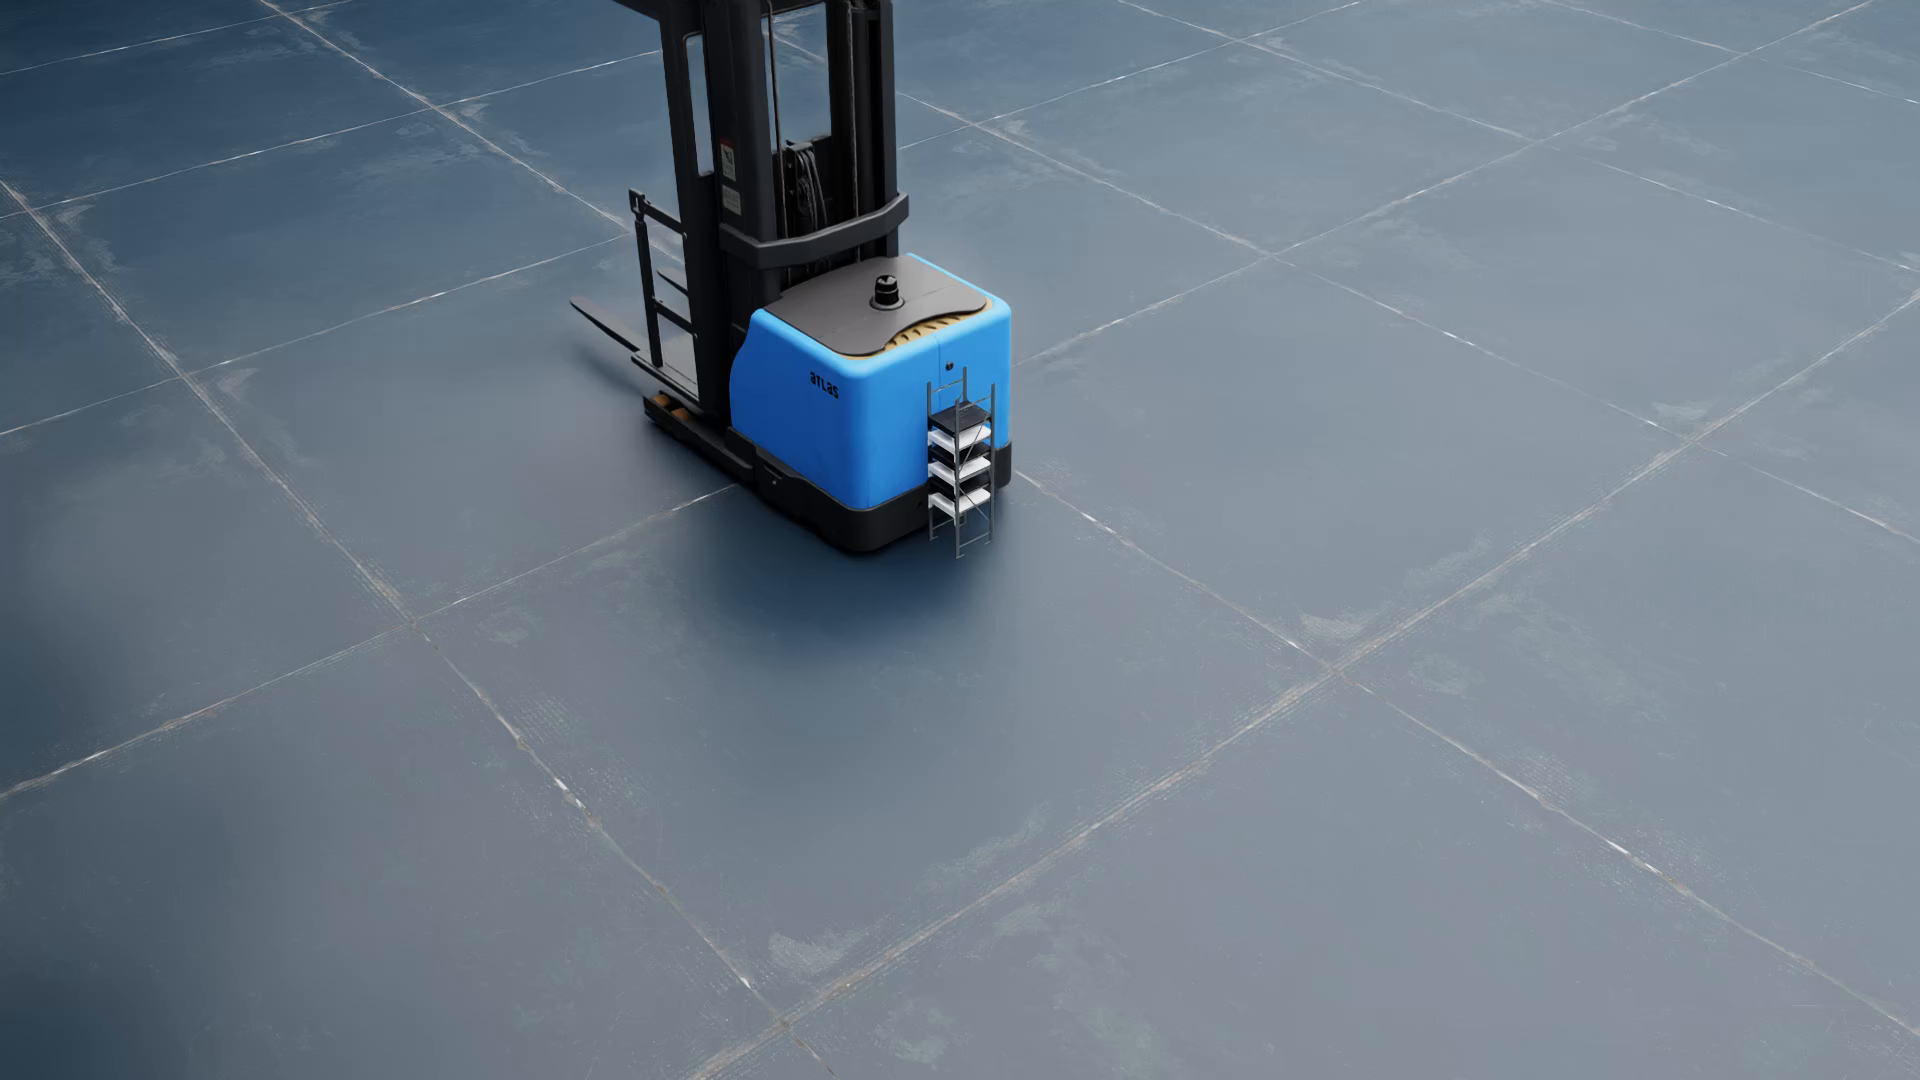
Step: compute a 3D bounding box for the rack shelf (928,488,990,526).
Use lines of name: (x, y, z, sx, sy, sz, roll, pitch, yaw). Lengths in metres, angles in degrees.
rack shelf: (0.005, -0.190, 8.108, 0.258, 0.077, 0.200, -26, 43, -32)

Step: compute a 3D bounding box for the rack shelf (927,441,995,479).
rack shelf: (0.005, -0.410, 7.952, 0.258, 0.077, 0.200, -26, 43, -32)

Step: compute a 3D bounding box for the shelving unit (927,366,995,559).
shelving unit: (0.005, -0.364, 7.985, 0.258, 0.900, 0.210, -26, 43, -32)

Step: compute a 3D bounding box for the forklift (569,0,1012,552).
forklift: (-1.081, -1.914, 8.417, 1.130, 2.935, 3.031, -27, 43, -32)

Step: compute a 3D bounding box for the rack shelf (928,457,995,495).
rack shelf: (0.005, -0.336, 8.004, 0.258, 0.077, 0.200, -26, 43, -32)

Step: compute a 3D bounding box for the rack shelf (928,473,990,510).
rack shelf: (0.005, -0.263, 8.056, 0.258, 0.077, 0.200, -26, 43, -32)

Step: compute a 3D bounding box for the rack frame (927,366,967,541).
rack frame: (-0.060, -0.409, 8.048, 0.240, 0.900, 0.006, -26, 43, -32)

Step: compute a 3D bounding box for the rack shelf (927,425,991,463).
rack shelf: (0.005, -0.483, 7.900, 0.258, 0.077, 0.200, -26, 43, -32)

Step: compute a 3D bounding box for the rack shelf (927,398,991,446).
rack shelf: (0.005, -0.557, 7.848, 0.258, 0.077, 0.200, -26, 43, -32)

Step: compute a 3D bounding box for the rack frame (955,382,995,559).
rack frame: (0.071, -0.319, 7.921, 0.240, 0.900, 0.006, -26, 43, -32)
